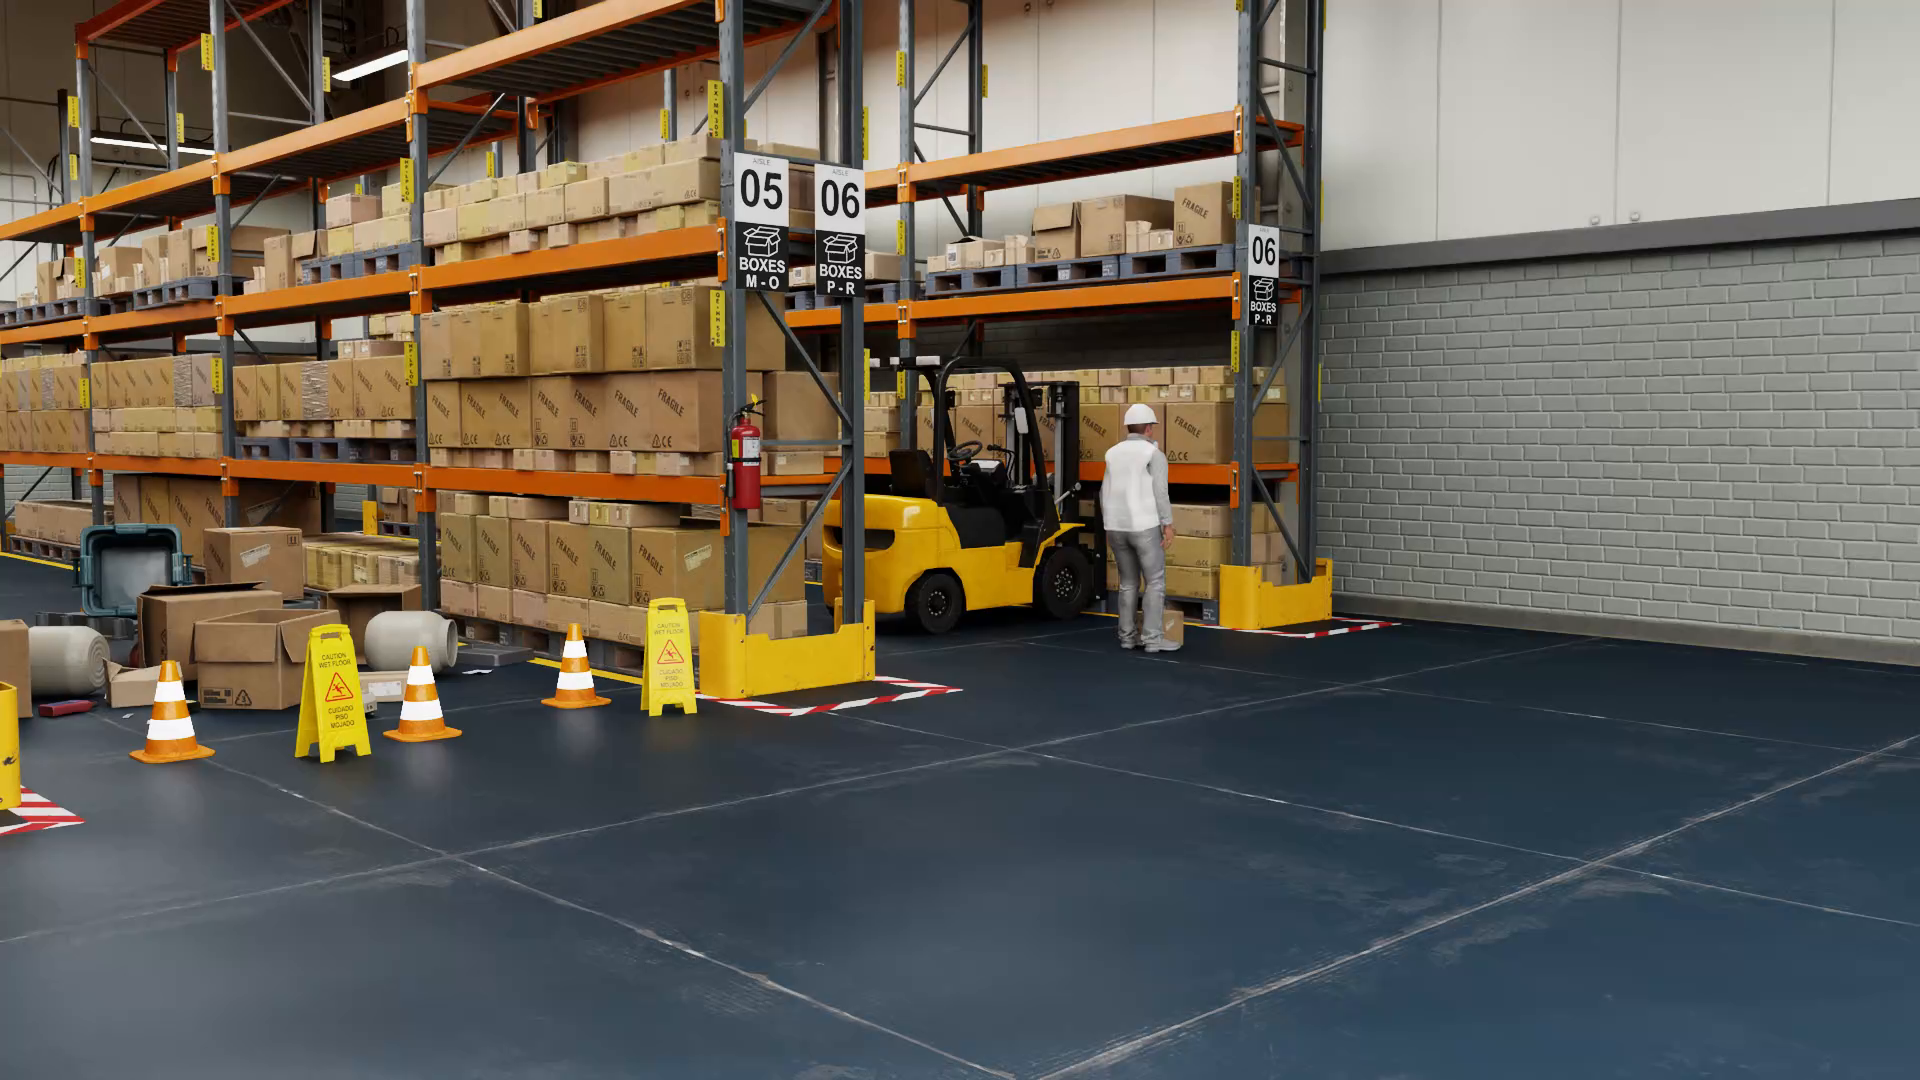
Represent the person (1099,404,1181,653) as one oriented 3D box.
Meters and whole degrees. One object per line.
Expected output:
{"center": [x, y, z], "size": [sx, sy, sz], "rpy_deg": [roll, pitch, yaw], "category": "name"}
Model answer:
{"center": [1.281, -0.096, 11.987], "size": [0.591, 1.770, 0.476], "rpy_deg": [4, 5, 42], "category": "person"}
